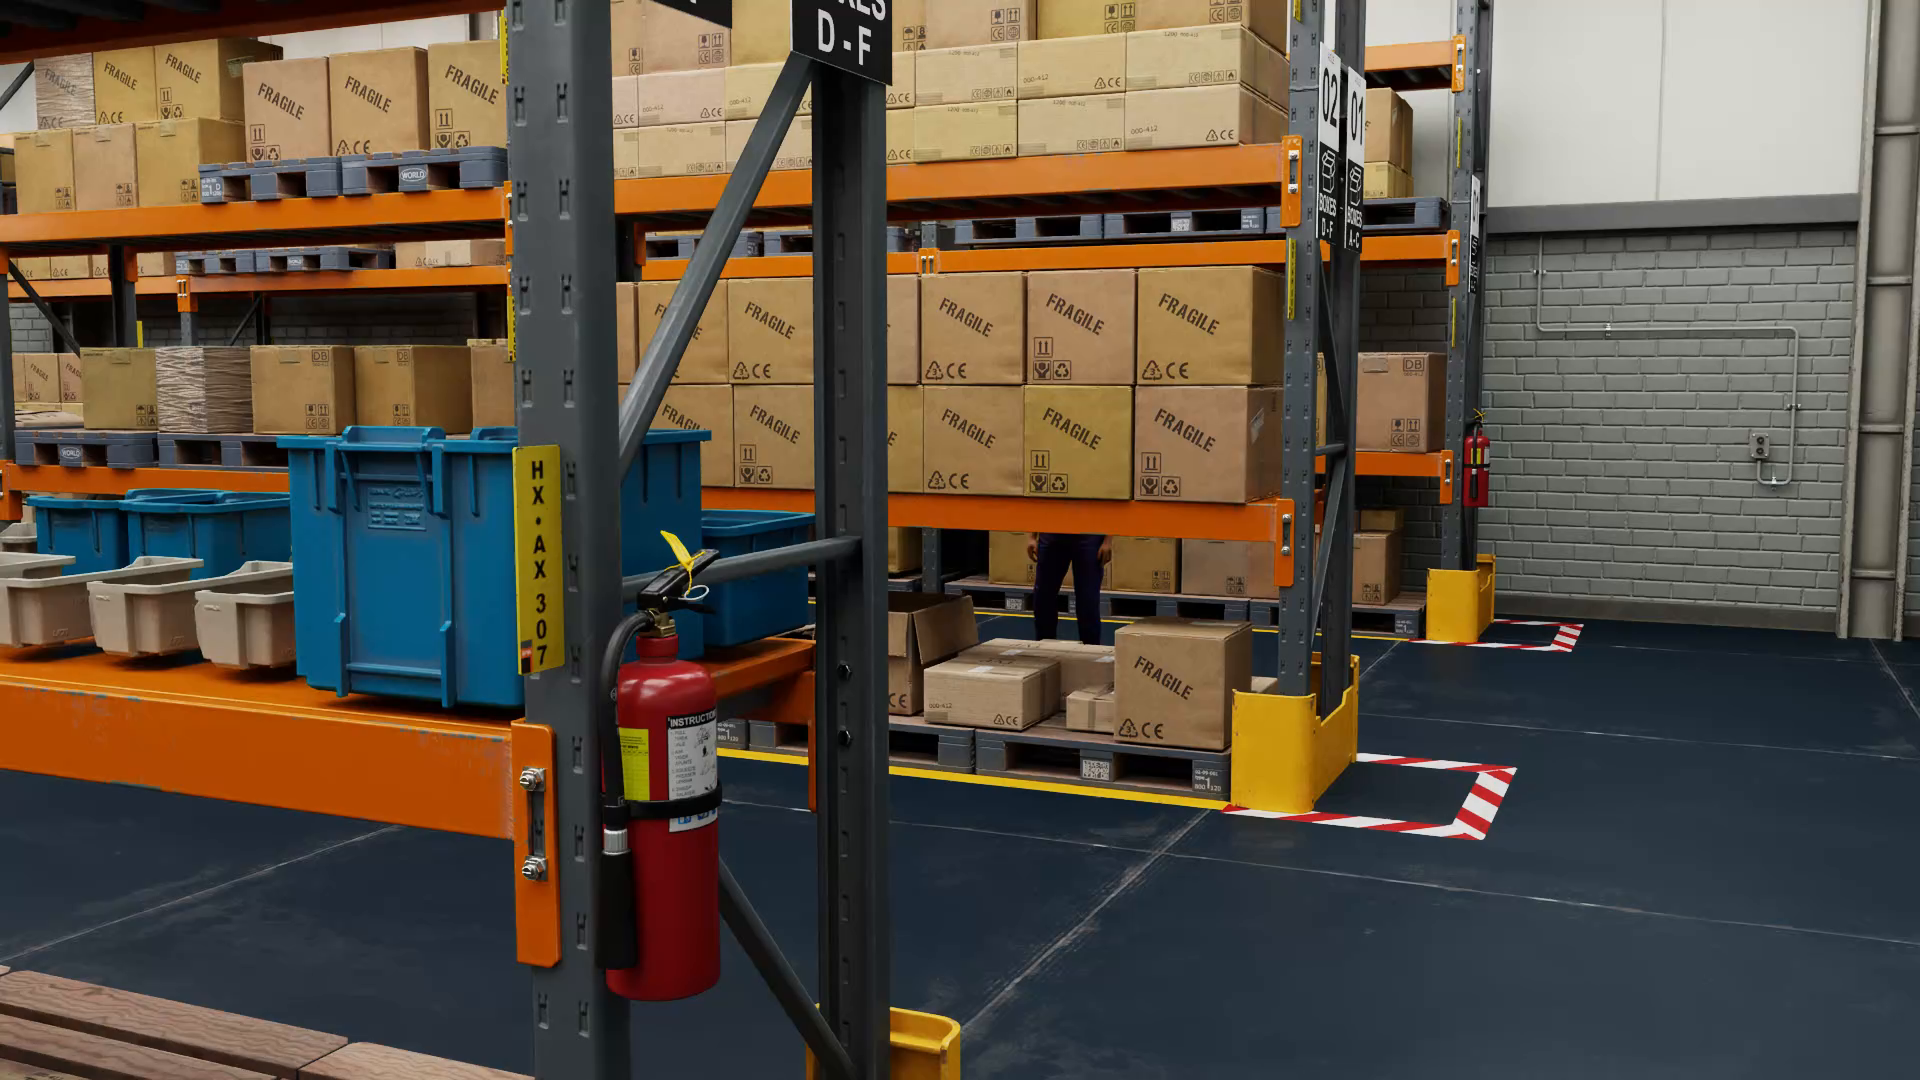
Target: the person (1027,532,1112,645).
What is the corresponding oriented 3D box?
[{"bbox_3d":[0.666,0.022,10.099,0.556,1.652,0.364,2,6,22],"label":"person"}]
